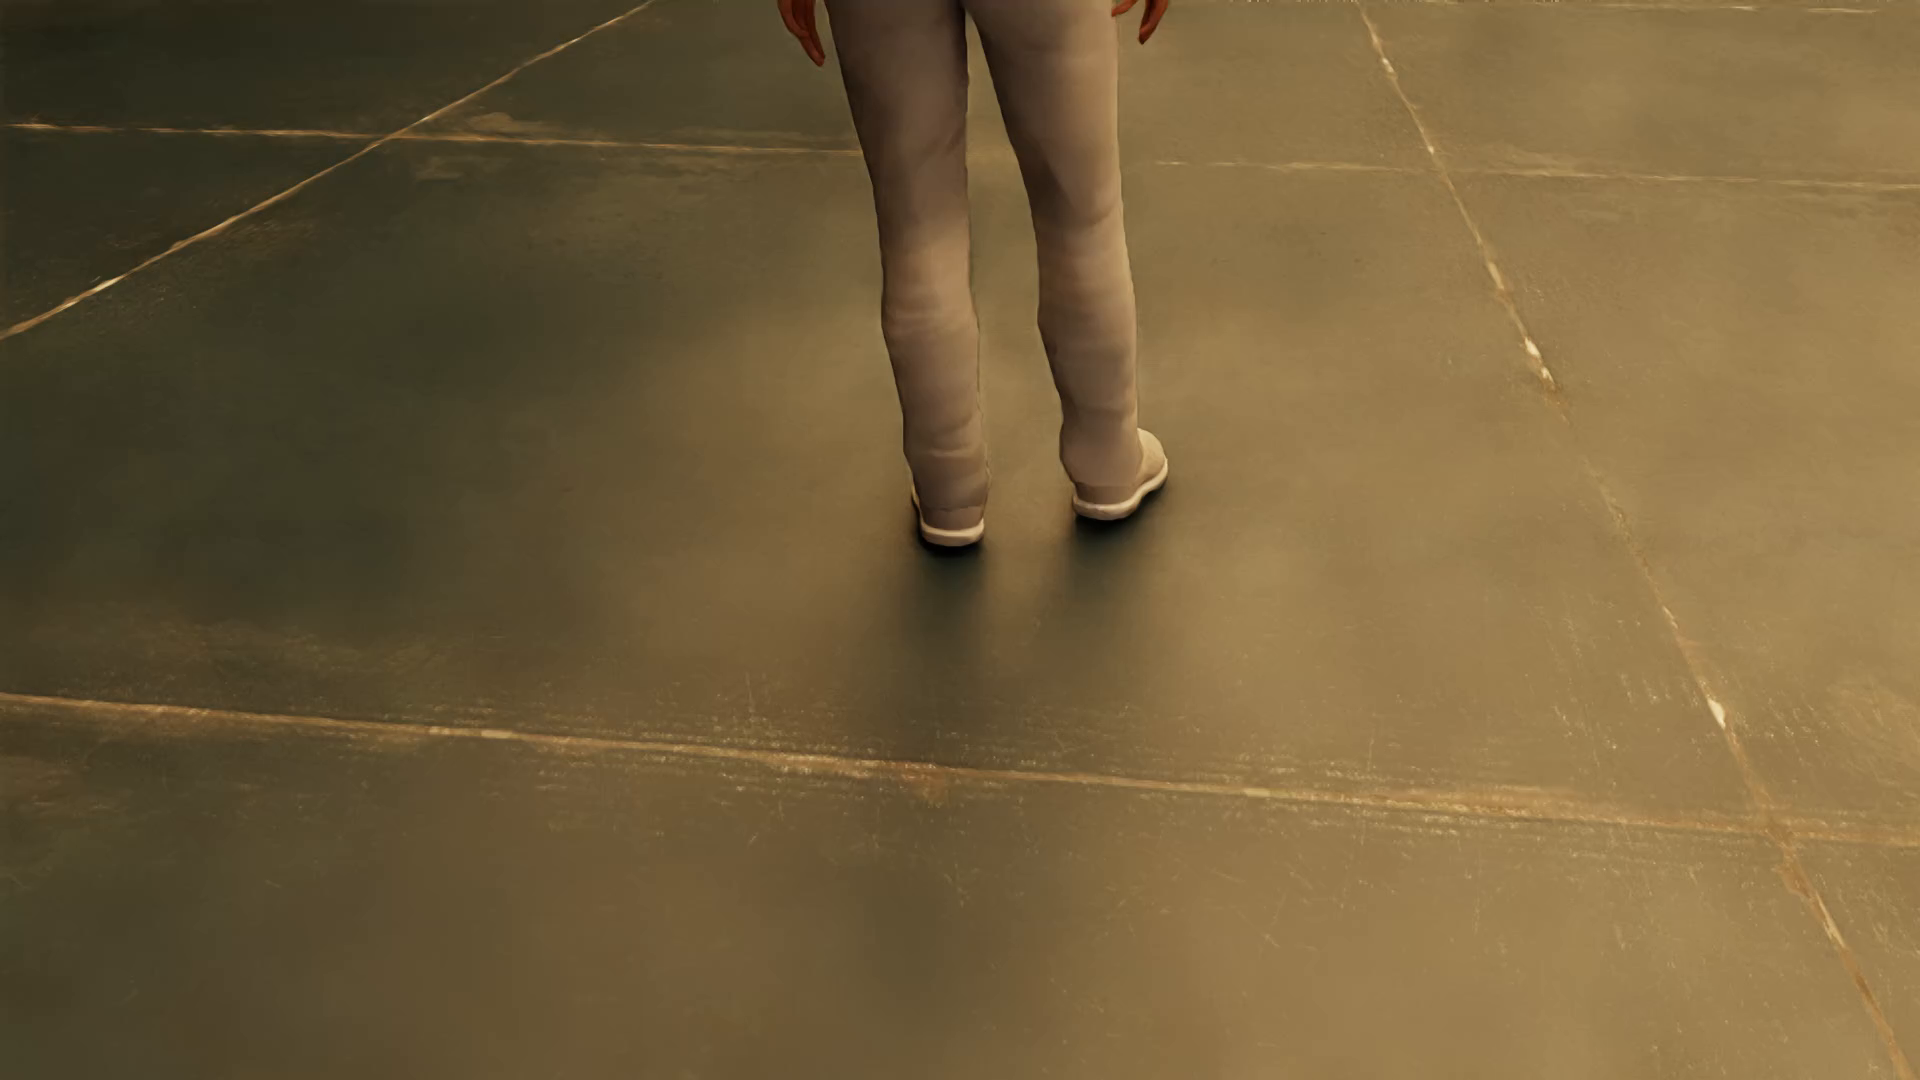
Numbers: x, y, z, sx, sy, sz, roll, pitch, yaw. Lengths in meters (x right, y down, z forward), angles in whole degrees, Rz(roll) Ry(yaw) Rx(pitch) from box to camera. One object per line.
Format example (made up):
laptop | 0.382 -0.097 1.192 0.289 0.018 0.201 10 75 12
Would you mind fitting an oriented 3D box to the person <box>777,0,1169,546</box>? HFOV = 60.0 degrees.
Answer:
person | 0.029 -0.797 2.182 0.570 1.695 0.529 3 27 7
